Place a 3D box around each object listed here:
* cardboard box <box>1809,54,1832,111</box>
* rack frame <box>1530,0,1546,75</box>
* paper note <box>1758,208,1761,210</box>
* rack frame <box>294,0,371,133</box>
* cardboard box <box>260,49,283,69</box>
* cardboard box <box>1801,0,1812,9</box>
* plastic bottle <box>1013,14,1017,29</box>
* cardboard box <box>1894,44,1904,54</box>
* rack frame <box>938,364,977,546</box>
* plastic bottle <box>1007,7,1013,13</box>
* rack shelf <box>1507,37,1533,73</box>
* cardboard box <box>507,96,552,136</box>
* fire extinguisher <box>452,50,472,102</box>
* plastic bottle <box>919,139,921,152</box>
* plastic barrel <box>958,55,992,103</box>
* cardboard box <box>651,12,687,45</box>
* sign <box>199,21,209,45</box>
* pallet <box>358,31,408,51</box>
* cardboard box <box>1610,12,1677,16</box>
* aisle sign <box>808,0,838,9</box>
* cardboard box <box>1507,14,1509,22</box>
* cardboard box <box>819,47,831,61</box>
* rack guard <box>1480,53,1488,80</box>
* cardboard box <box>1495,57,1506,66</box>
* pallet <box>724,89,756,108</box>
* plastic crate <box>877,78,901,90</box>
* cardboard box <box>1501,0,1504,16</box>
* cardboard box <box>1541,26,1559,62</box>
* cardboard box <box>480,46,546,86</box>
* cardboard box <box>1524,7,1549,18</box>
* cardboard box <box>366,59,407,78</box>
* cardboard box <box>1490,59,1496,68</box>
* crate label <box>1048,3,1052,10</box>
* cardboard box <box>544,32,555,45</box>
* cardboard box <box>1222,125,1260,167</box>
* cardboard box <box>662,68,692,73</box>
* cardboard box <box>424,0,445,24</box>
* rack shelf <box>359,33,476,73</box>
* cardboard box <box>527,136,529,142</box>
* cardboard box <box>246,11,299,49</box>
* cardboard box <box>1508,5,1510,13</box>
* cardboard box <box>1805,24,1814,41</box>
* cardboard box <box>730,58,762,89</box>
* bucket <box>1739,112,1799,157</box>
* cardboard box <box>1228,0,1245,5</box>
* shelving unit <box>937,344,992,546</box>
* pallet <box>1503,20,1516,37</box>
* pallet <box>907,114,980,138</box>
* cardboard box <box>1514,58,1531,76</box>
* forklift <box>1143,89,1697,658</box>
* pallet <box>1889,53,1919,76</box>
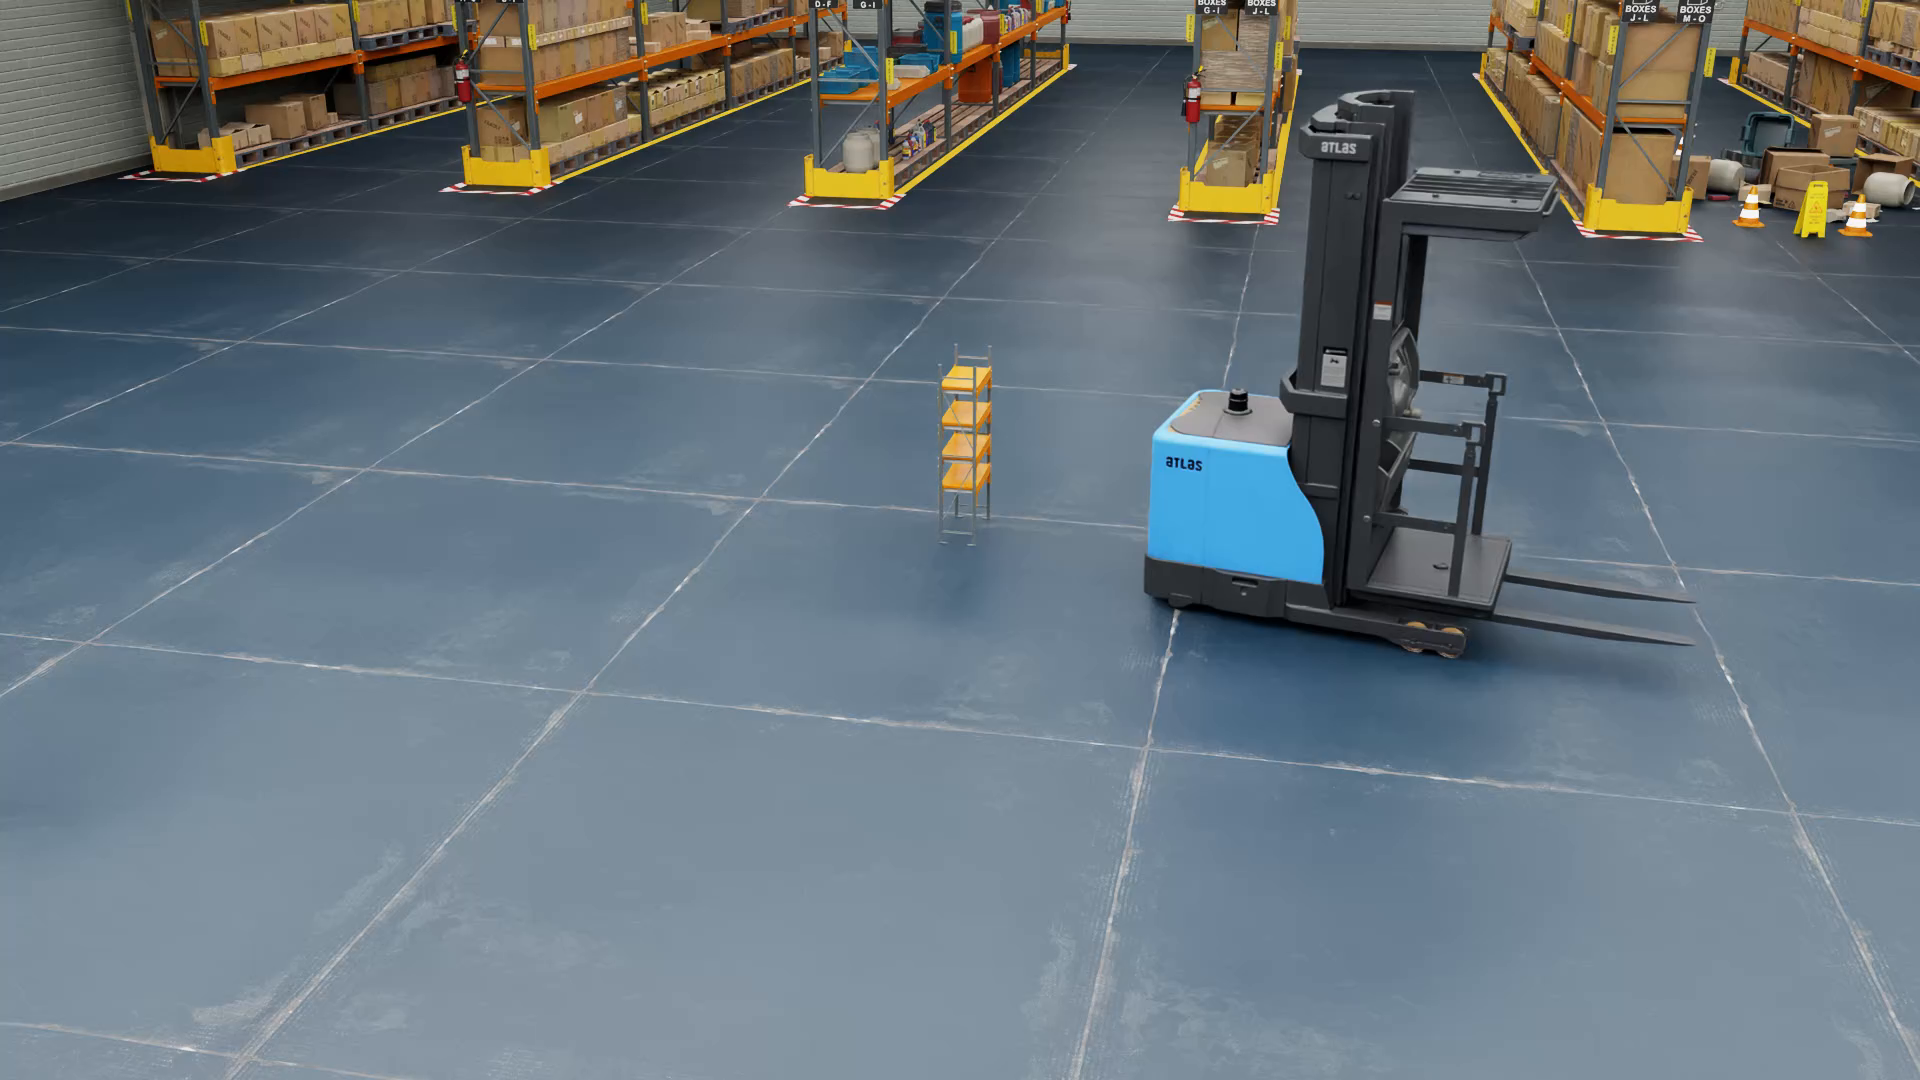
[{"bbox_3d":[15.323,-7.896,28.727,0.875,0.875,0.875,5,22,12],"label":"cardboard box"},{"bbox_3d":[9.866,-8.129,27.021,1.000,3.000,0.127,4,22,11],"label":"rack frame"},{"bbox_3d":[10.207,-4.254,21.376,0.144,0.017,0.142,13,25,29],"label":"paper note"},{"bbox_3d":[-10.333,-8.214,27.232,1.000,3.000,0.127,4,22,11],"label":"rack frame"},{"bbox_3d":[-10.537,-7.221,24.943,0.500,0.250,0.500,4,22,10],"label":"cardboard box"},{"bbox_3d":[15.177,-9.622,29.258,0.500,0.500,0.500,5,22,12],"label":"cardboard box"},{"bbox_3d":[0.982,-9.706,31.103,0.152,0.276,0.135,4,22,11],"label":"plastic bottle"},{"bbox_3d":[14.243,-7.371,24.915,0.380,0.149,0.250,6,23,14],"label":"cardboard box"},{"bbox_3d":[-0.016,-0.528,10.558,0.240,1.200,0.015,4,22,11],"label":"rack frame"},{"bbox_3d":[0.952,-9.943,31.594,0.144,0.351,0.185,4,22,11],"label":"plastic bottle"},{"bbox_3d":[10.274,-8.526,28.972,1.077,0.370,4.000,4,22,11],"label":"rack shelf"},{"bbox_3d":[-6.291,-6.227,24.415,0.500,0.500,0.500,4,22,11],"label":"cardboard box"},{"bbox_3d":[-6.778,-6.331,22.661,0.296,0.674,0.183,4,22,11],"label":"fire extinguisher"},{"bbox_3d":[-0.623,-5.814,24.432,0.097,0.201,0.097,0,22,0],"label":"plastic bottle"},{"bbox_3d":[0.265,-8.290,29.764,0.600,0.830,0.708,4,22,11],"label":"plastic barrel"},{"bbox_3d":[-4.993,-8.732,28.385,0.500,0.500,0.500,3,22,8],"label":"cardboard box"},{"bbox_3d":[-10.618,-7.111,23.336,0.100,0.325,0.005,4,22,11],"label":"sign"},{"bbox_3d":[-10.035,-8.393,27.935,1.003,0.211,1.213,4,22,11],"label":"pallet"},{"bbox_3d":[8.616,-6.309,20.856,0.875,0.550,0.550,4,22,11],"label":"cardboard box"},{"bbox_3d":[-1.756,-7.198,21.230,0.394,0.787,0.004,4,22,11],"label":"aisle sign"},{"bbox_3d":[10.046,-9.368,29.872,0.380,0.149,0.250,5,22,11],"label":"cardboard box"},{"bbox_3d":[-3.127,-10.592,36.229,0.500,0.250,0.500,4,22,11],"label":"cardboard box"},{"bbox_3d":[11.483,-9.867,34.684,1.175,0.500,0.348,4,22,11],"label":"rack guard"},{"bbox_3d":[10.694,-9.372,32.567,0.380,0.149,0.250,4,22,9],"label":"cardboard box"},{"bbox_3d":[-4.477,-8.277,31.122,1.003,0.211,1.213,4,22,11],"label":"pallet"},{"bbox_3d":[-0.953,-6.176,22.526,0.298,0.136,0.250,4,22,11],"label":"plastic crate"},{"bbox_3d":[10.714,-10.346,31.995,0.500,0.500,0.500,4,22,11],"label":"cardboard box"},{"bbox_3d":[9.305,-7.661,25.726,0.500,0.500,0.500,4,22,11],"label":"cardboard box"},{"bbox_3d":[-6.191,-6.590,23.069,0.700,0.500,0.500,4,22,11],"label":"cardboard box"},{"bbox_3d":[9.517,-8.697,27.411,0.380,0.149,0.250,4,22,9],"label":"cardboard box"},{"bbox_3d":[-10.010,-8.228,29.022,0.500,0.250,0.500,4,22,9],"label":"cardboard box"},{"bbox_3d":[10.907,-9.615,33.568,0.380,0.149,0.250,5,23,13],"label":"cardboard box"},{"bbox_3d":[1.719,-11.232,34.999,0.396,0.136,0.243,4,22,11],"label":"crate label"},{"bbox_3d":[-5.905,-7.037,23.308,0.380,0.149,0.250,5,22,11],"label":"cardboard box"},{"bbox_3d":[3.934,-5.530,23.352,0.500,0.500,0.500,2,22,6],"label":"cardboard box"},{"bbox_3d":[-5.061,-8.310,29.841,0.500,0.311,0.500,5,23,13],"label":"cardboard box"},{"bbox_3d":[-9.690,-9.548,29.823,0.700,0.500,0.500,2,22,6],"label":"cardboard box"},{"bbox_3d":[-9.925,-8.611,29.183,1.077,0.370,4.000,4,22,11],"label":"rack shelf"},{"bbox_3d":[-6.388,-5.696,24.100,0.500,0.250,0.500,4,22,11],"label":"cardboard box"},{"bbox_3d":[-10.442,-7.748,25.247,0.500,0.500,0.500,5,23,13],"label":"cardboard box"},{"bbox_3d":[10.048,-9.509,29.826,0.380,0.149,0.250,5,22,12],"label":"cardboard box"},{"bbox_3d":[15.096,-8.851,29.017,0.500,0.250,0.500,4,22,10],"label":"cardboard box"},{"bbox_3d":[-4.085,-8.864,31.605,0.500,0.500,0.500,4,22,10],"label":"cardboard box"},{"bbox_3d":[11.279,-5.627,23.157,0.726,0.611,0.620,13,15,29],"label":"bucket"},{"bbox_3d":[3.579,-7.034,22.434,0.500,0.500,0.500,4,22,11],"label":"cardboard box"},{"bbox_3d":[0.034,-0.617,10.780,0.258,1.200,0.503,4,22,11],"label":"shelving unit"},{"bbox_3d":[10.383,-9.234,30.023,1.003,0.211,1.213,4,22,11],"label":"pallet"},{"bbox_3d":[-0.265,-6.902,27.710,1.003,0.211,1.213,4,22,11],"label":"pallet"},{"bbox_3d":[10.058,-8.343,29.335,0.500,0.250,0.500,5,23,13],"label":"cardboard box"},{"bbox_3d":[2.659,-0.930,9.239,3.031,2.935,1.130,9,24,21],"label":"forklift"},{"bbox_3d":[14.368,-6.972,24.407,1.003,0.211,1.213,4,22,11],"label":"pallet"}]
